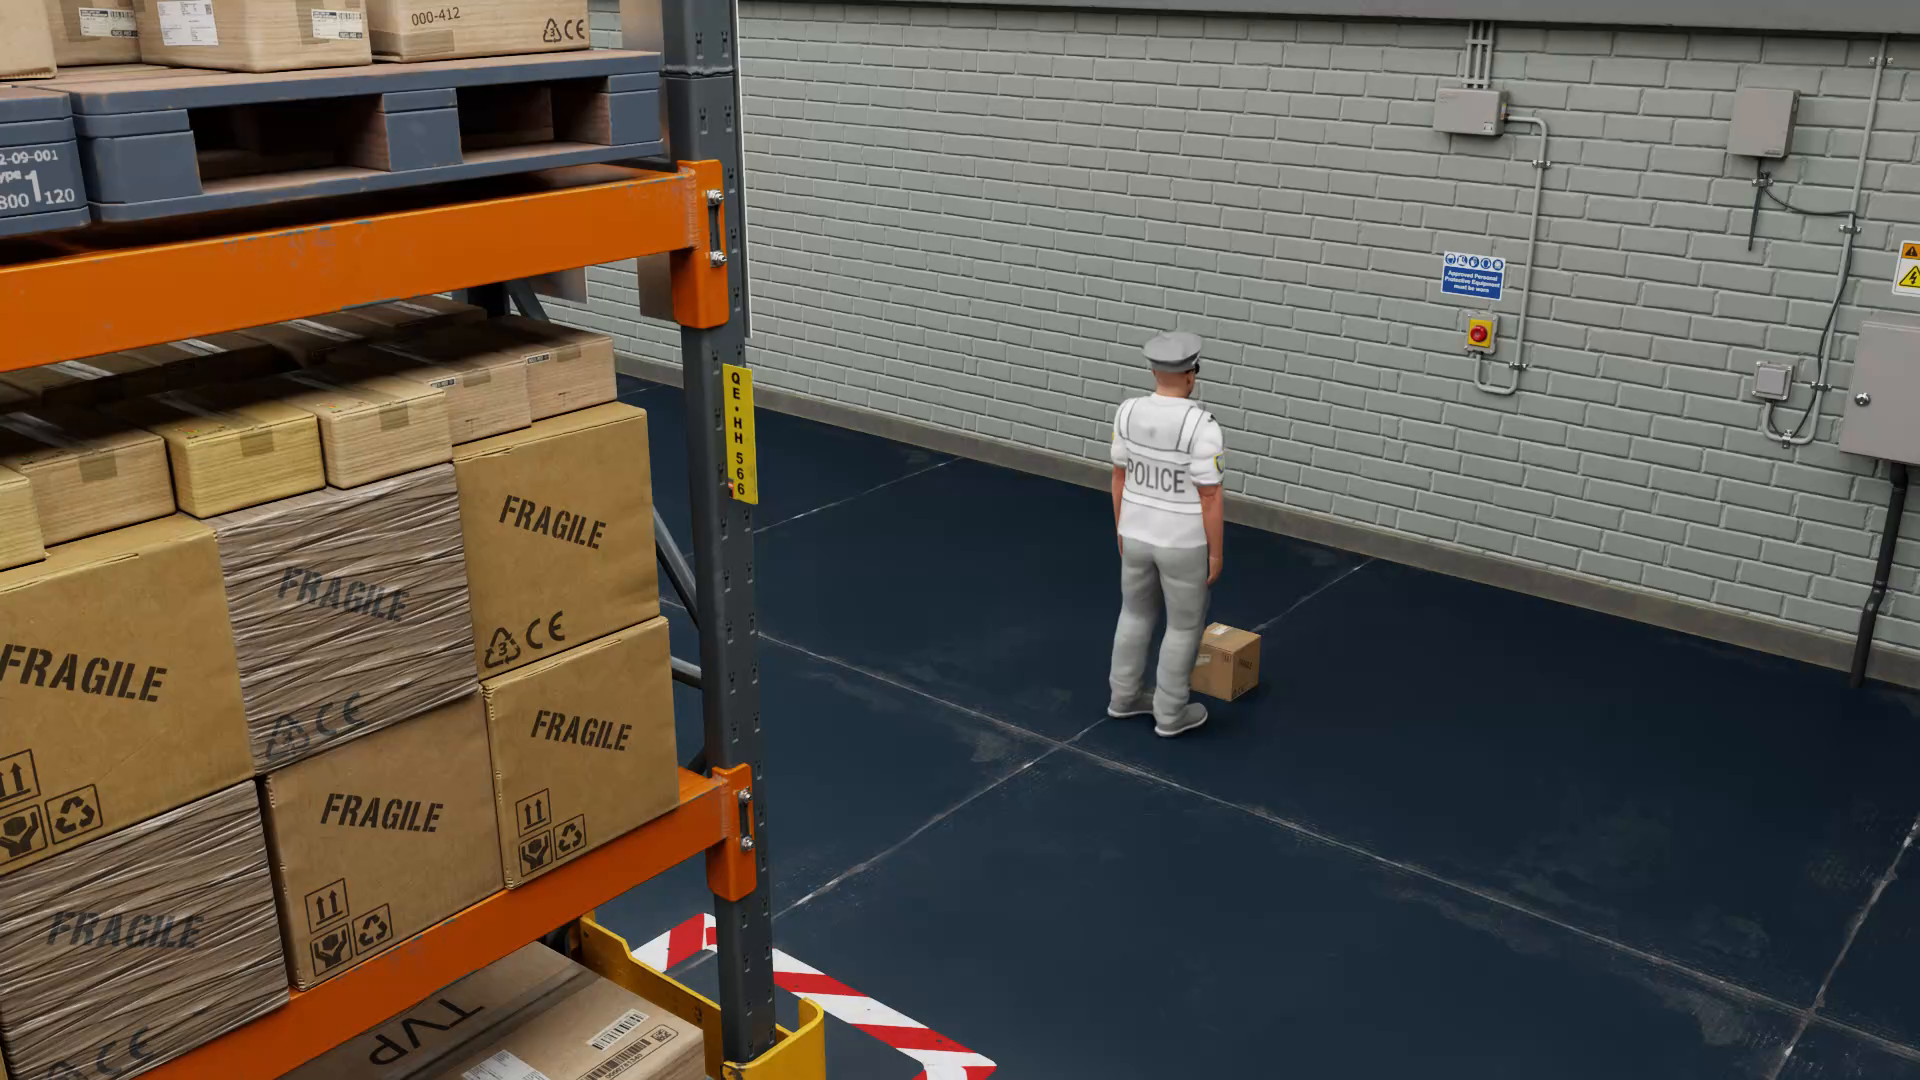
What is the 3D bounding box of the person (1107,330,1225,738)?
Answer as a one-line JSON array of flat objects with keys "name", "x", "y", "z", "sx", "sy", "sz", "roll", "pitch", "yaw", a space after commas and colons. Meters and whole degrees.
[{"name": "person", "x": 0.894, "y": -0.013, "z": 7.086, "sx": 0.540, "sy": 1.769, "sz": 0.394, "roll": 16, "pitch": 25, "yaw": 37}]
